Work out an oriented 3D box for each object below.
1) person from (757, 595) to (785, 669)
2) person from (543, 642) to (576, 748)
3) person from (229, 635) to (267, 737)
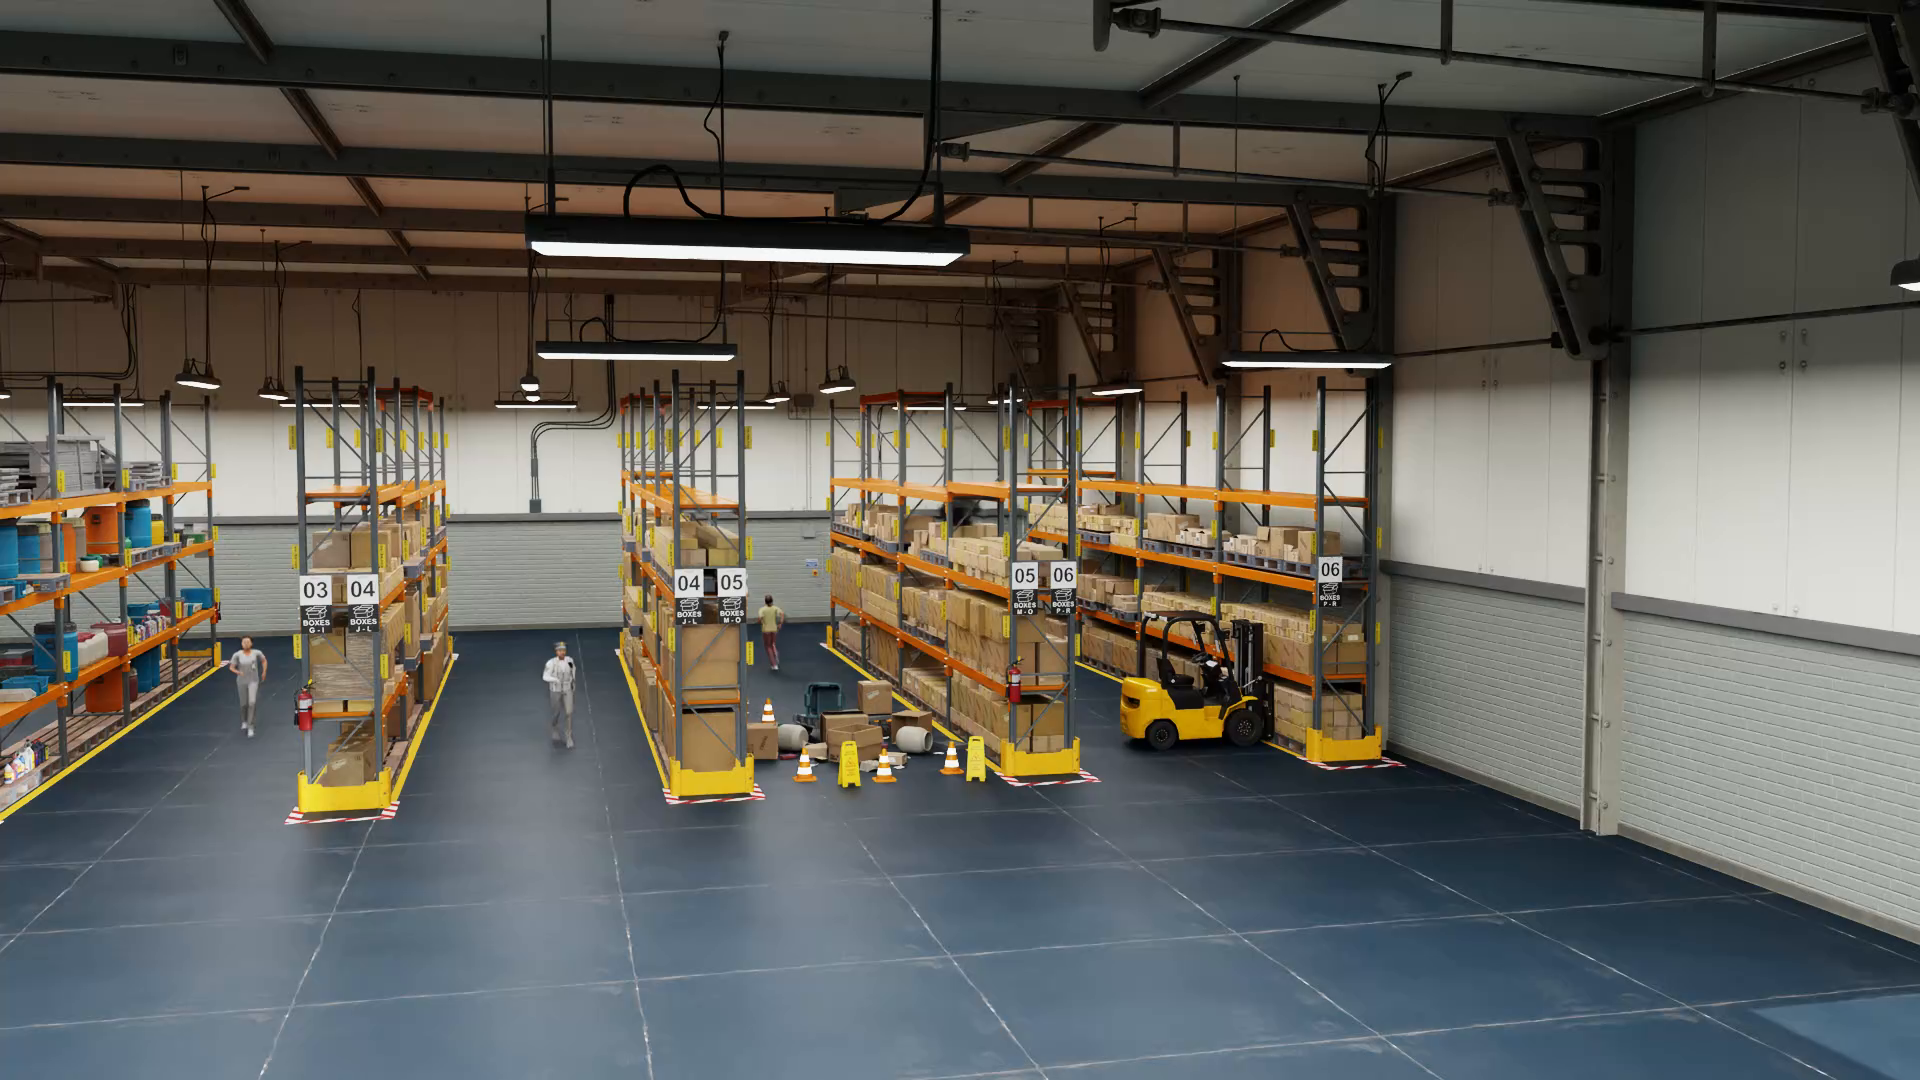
[{"bbox_3d":[-4.169,2.008,36.442,0.581,1.628,0.580,-2,4,-26],"label":"person"},{"bbox_3d":[-6.594,2.520,27.425,0.562,1.713,0.857,-1,4,-21],"label":"person"},{"bbox_3d":[-12.165,2.467,28.428,0.583,1.696,0.856,-1,4,-21],"label":"person"}]
